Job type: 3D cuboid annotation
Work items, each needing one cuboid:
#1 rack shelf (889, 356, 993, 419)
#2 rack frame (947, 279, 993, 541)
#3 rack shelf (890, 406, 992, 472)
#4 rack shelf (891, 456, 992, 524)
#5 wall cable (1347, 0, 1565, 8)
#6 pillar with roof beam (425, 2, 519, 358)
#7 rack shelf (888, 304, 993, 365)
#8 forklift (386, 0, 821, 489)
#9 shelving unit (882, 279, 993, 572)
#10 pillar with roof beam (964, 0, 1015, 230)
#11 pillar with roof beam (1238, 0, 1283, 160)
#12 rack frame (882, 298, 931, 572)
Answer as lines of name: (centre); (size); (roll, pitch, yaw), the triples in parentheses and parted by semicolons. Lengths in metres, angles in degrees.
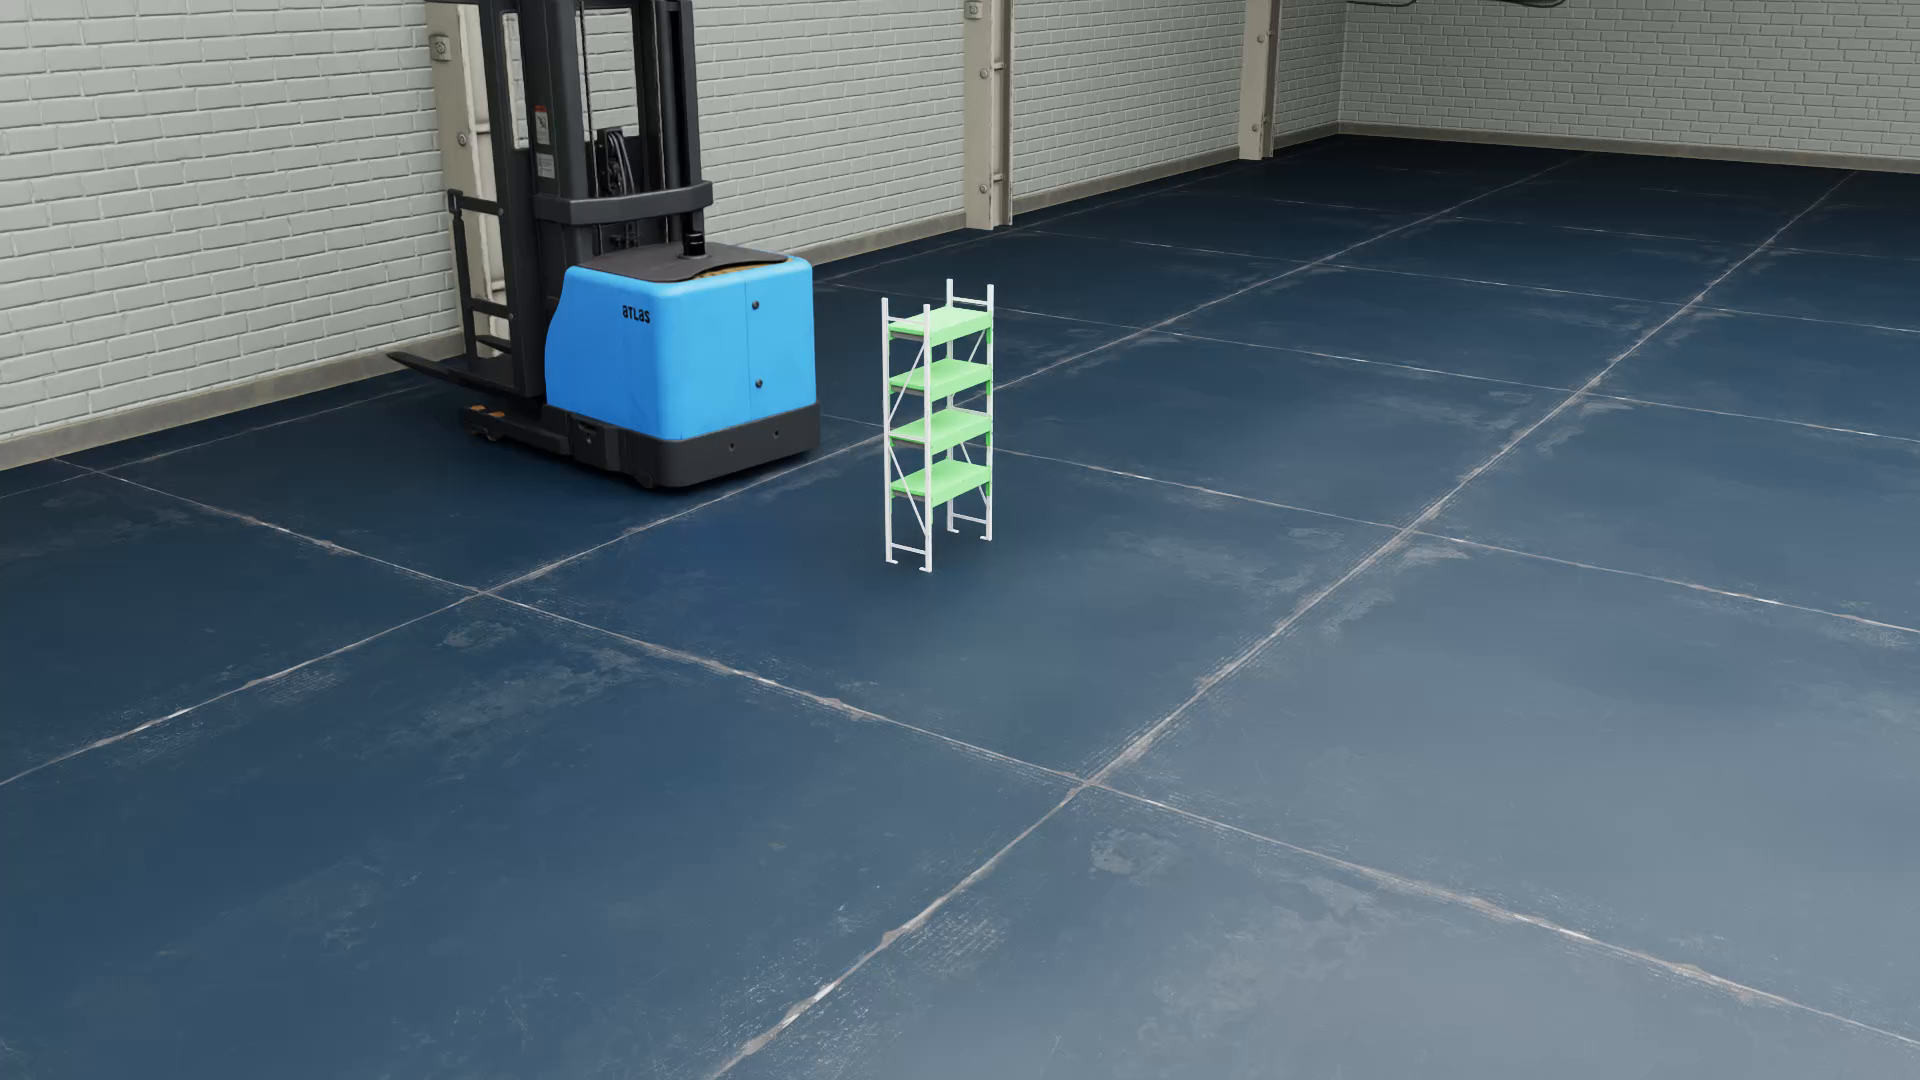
rack shelf: (-0.093, -0.680, 7.367); (0.258, 0.148, 0.480); (13, 24, 32)
rack frame: (0.044, -0.585, 7.618); (0.240, 1.200, 0.015); (13, 24, 32)
rack shelf: (-0.093, -0.455, 7.451); (0.258, 0.148, 0.480); (13, 24, 32)
rack shelf: (-0.093, -0.230, 7.534); (0.258, 0.148, 0.480); (13, 24, 32)
wall cable: (6.390, -8.075, 21.099); (3.097, 2.526, 0.112); (13, 24, 32)
pillar with roof beam: (0.455, -4.661, 7.395); (9.100, 9.000, 0.400); (13, 24, 32)
rack shelf: (-0.093, -0.905, 7.284); (0.258, 0.148, 0.480); (13, 24, 32)
forklift: (-2.181, -2.041, 9.057); (3.031, 2.935, 1.130); (17, 27, 39)
shelving unit: (-0.093, -0.515, 7.428); (0.258, 1.200, 0.503); (13, 24, 32)
pillar with roof beam: (3.827, -6.383, 12.049); (9.100, 9.000, 0.400); (13, 24, 32)
pillar with roof beam: (7.200, -8.104, 16.703); (9.100, 9.000, 0.400); (13, 24, 32)
rack frame: (-0.230, -0.445, 7.239); (0.240, 1.200, 0.015); (13, 24, 32)
